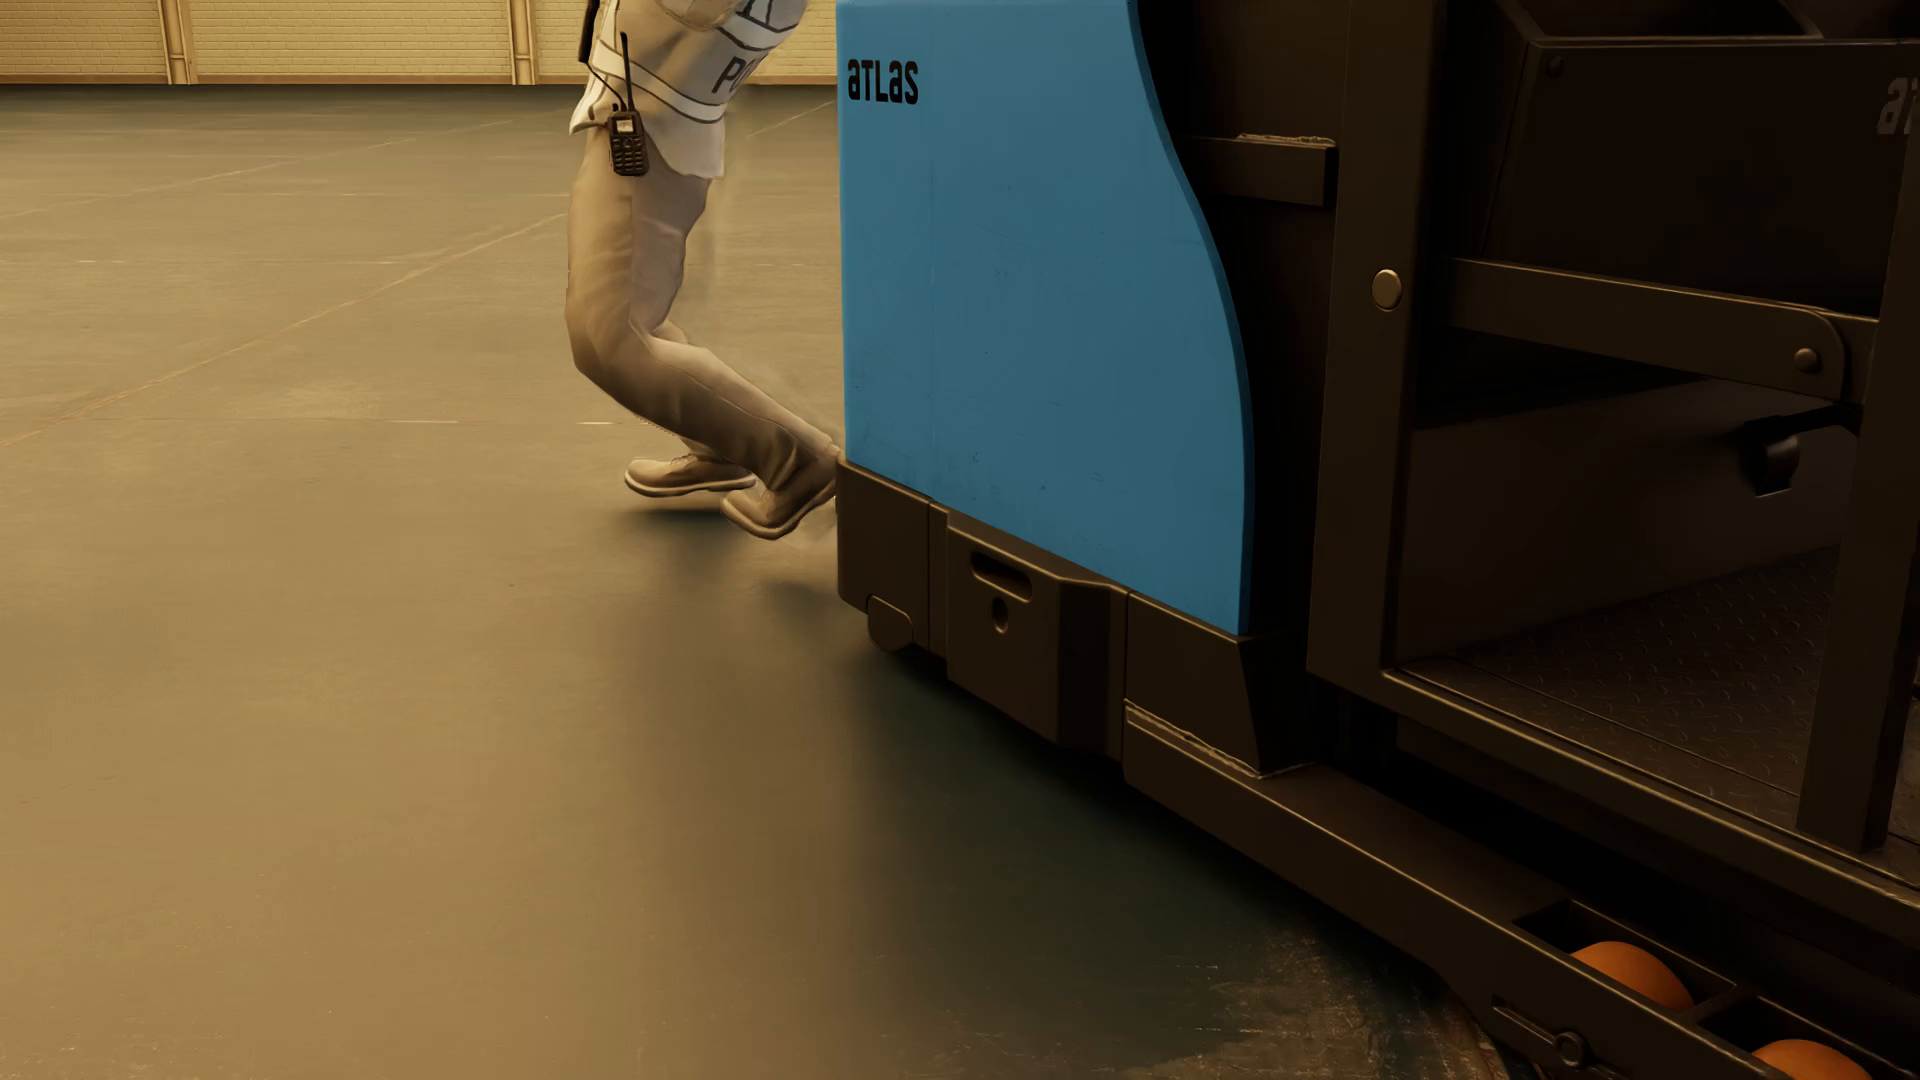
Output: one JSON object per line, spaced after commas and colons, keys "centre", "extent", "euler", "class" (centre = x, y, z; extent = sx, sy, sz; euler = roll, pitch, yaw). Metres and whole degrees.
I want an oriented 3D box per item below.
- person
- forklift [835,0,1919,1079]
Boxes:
{"centre": [-0.549, -0.793, 3.379], "extent": [0.725, 1.468, 1.015], "euler": [-2, 17, -5], "class": "person"}
{"centre": [1.000, -0.955, 1.504], "extent": [1.130, 2.935, 3.031], "euler": [-11, 20, -30], "class": "forklift"}
